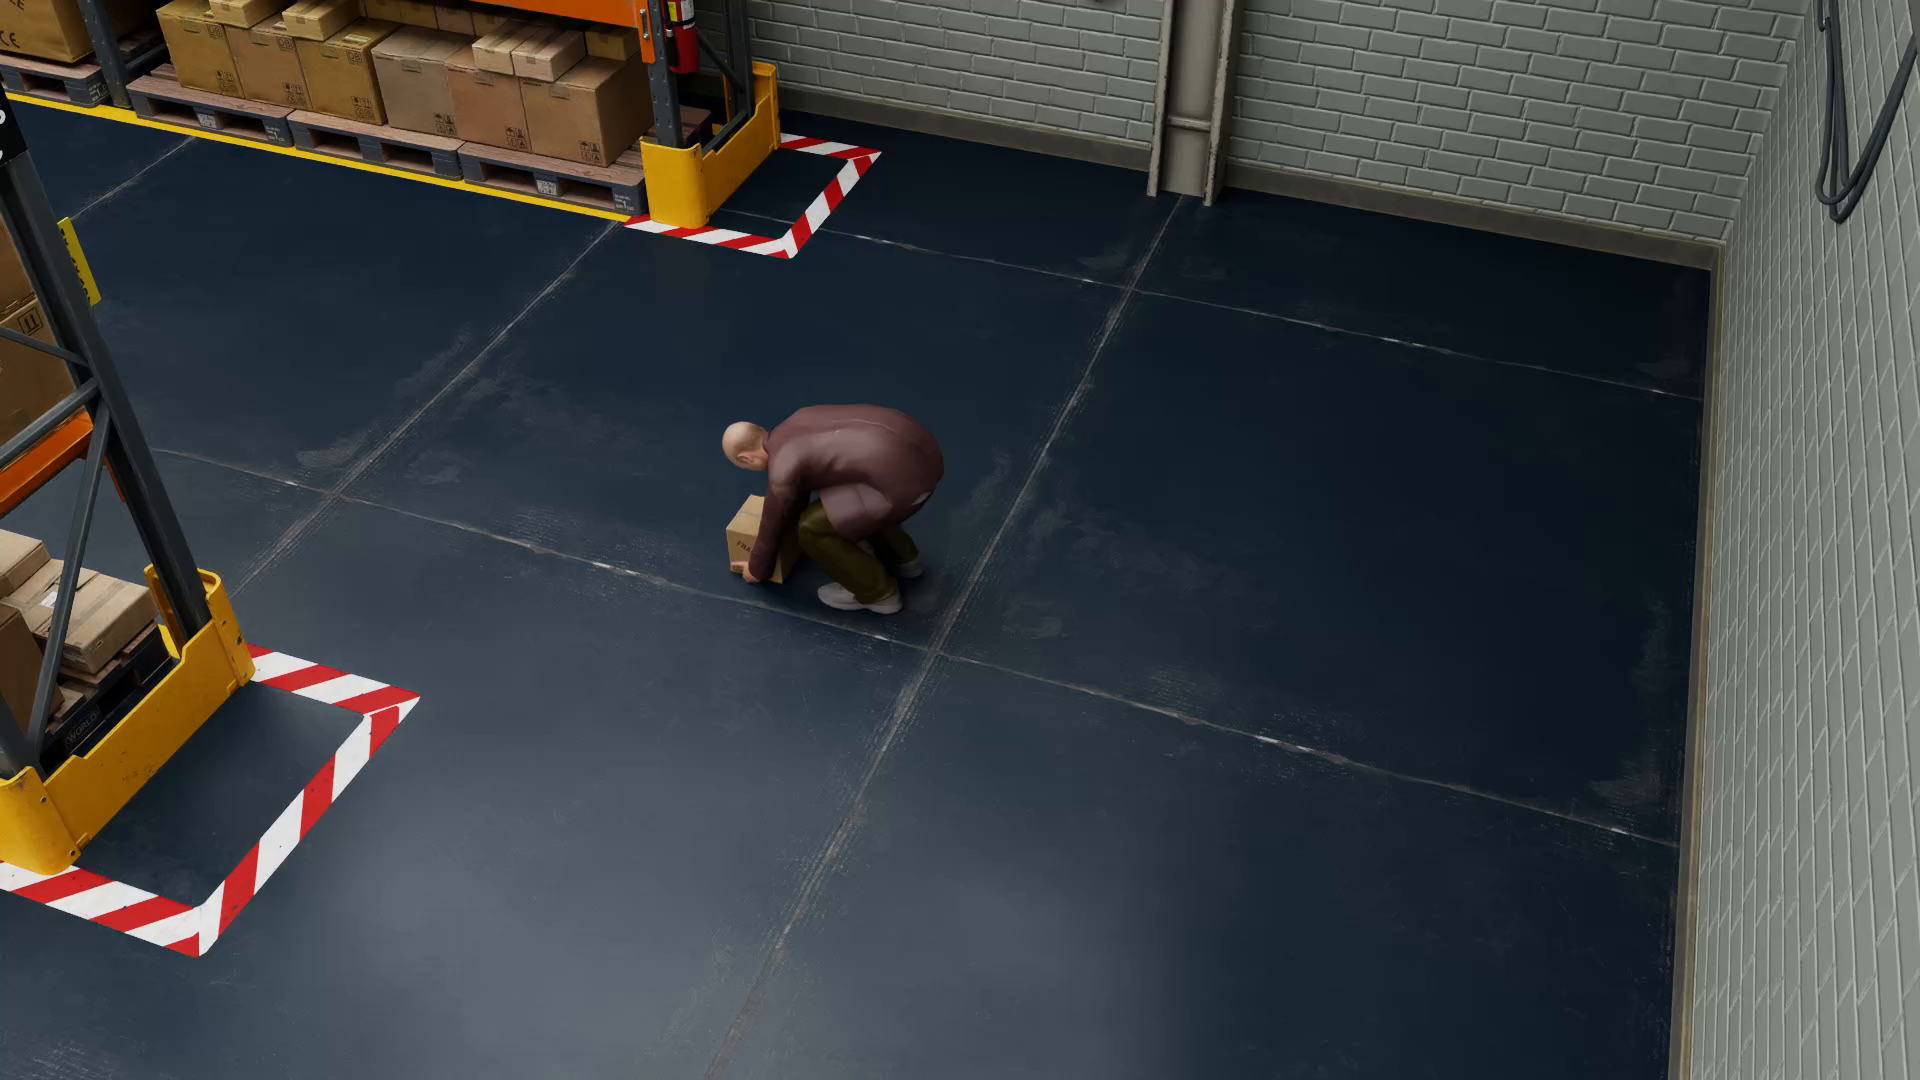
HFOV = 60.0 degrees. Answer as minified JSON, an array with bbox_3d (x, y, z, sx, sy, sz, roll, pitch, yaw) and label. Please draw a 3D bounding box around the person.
[{"bbox_3d":[-0.533,-0.170,7.051,0.952,0.911,0.594,12,42,13],"label":"person"}]
